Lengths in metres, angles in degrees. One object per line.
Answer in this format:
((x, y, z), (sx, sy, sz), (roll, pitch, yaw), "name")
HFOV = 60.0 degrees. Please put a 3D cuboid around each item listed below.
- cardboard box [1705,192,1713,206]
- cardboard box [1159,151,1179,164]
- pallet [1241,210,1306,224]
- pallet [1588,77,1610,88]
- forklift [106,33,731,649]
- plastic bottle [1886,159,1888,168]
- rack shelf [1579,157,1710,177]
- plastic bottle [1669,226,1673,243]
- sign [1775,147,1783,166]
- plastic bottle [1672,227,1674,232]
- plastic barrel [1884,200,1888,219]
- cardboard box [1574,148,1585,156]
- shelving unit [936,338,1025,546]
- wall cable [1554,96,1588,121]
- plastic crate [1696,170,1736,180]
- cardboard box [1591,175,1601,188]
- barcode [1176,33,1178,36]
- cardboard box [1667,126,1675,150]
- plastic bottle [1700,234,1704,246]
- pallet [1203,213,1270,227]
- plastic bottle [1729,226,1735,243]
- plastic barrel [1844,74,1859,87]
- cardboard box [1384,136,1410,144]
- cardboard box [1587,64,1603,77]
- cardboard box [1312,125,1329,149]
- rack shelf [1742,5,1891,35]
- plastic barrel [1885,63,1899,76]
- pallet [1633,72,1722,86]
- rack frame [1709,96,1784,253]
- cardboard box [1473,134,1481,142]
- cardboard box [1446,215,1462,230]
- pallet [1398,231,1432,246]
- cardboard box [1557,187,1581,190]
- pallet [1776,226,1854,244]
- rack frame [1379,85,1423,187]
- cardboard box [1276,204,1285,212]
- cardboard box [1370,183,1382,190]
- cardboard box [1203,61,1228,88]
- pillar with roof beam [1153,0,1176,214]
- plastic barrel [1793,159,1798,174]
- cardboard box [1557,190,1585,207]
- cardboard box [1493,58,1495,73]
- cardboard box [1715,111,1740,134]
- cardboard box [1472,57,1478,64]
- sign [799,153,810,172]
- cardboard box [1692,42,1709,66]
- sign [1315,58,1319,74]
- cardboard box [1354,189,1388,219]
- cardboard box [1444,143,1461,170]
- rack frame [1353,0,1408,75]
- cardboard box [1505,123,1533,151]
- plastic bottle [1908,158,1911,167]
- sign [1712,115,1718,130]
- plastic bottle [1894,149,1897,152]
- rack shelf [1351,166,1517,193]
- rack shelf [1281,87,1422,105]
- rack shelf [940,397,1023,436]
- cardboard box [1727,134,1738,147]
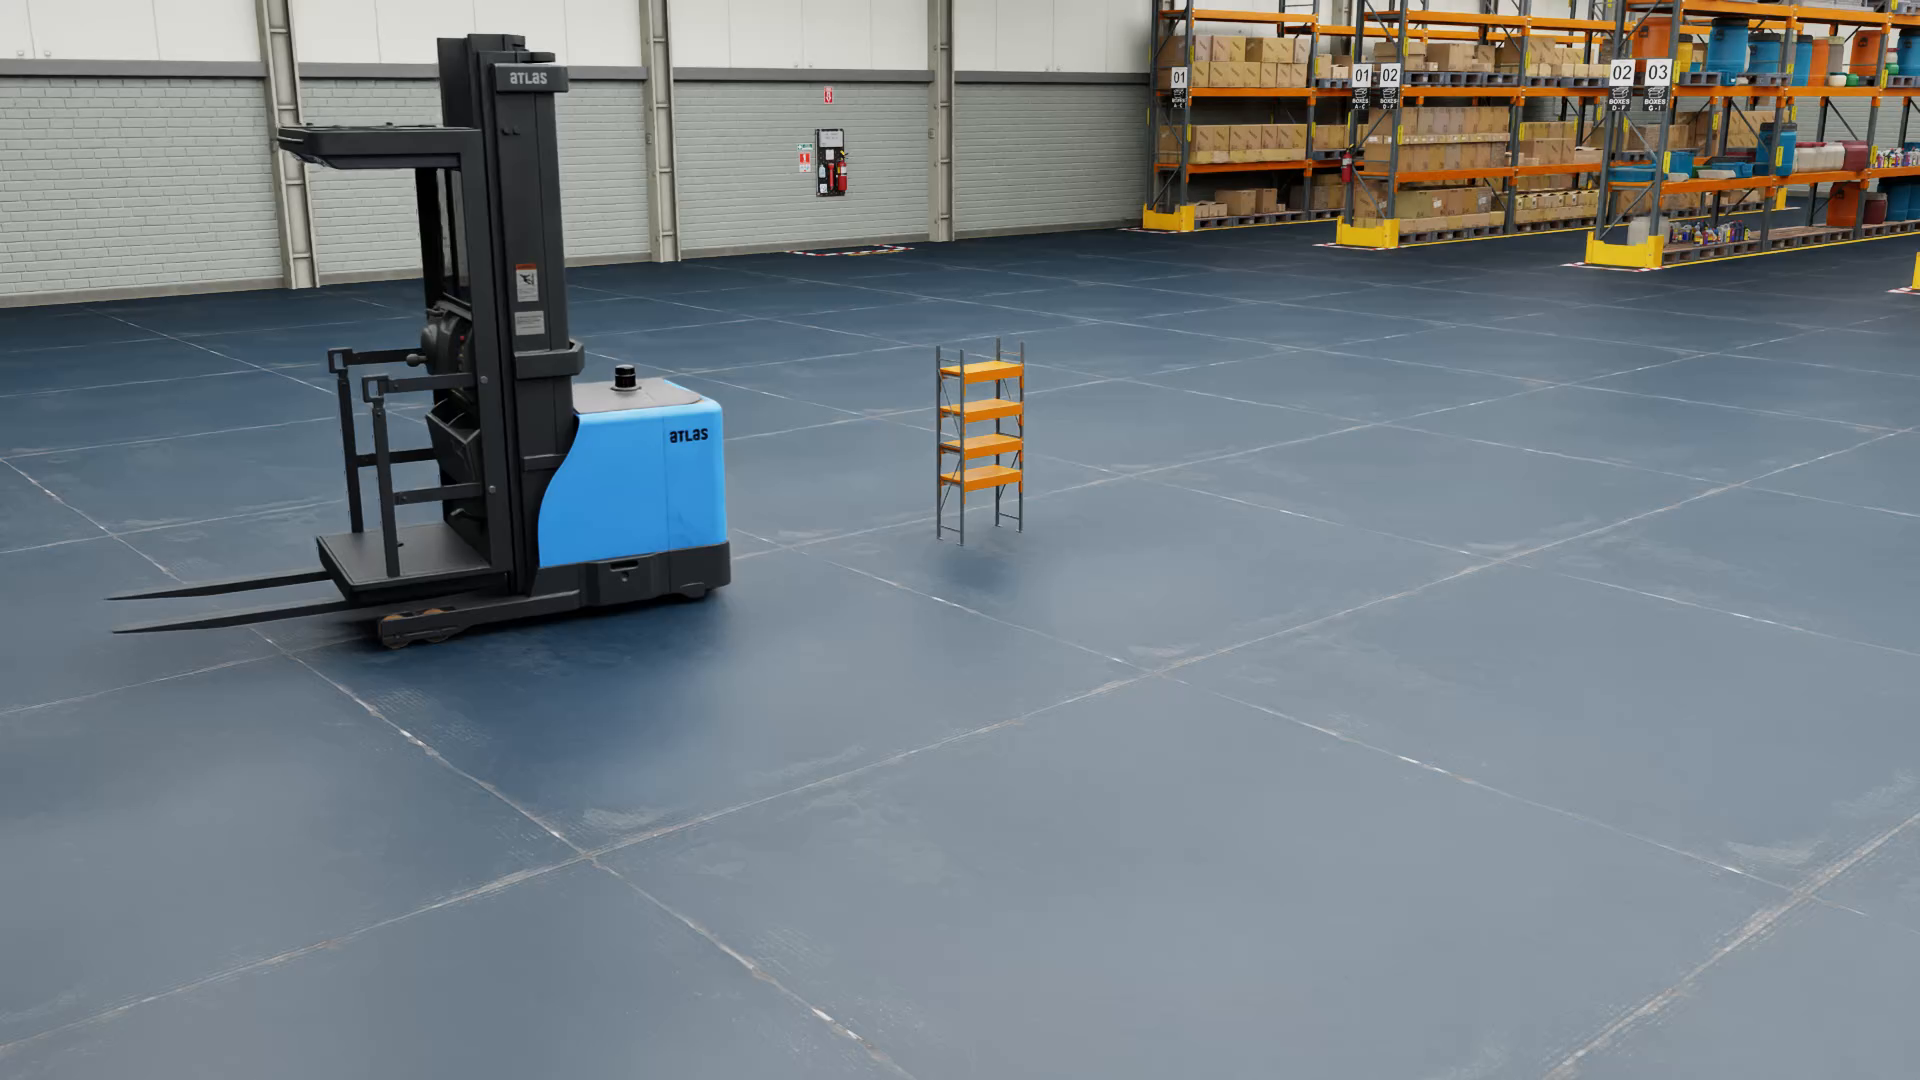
((16.983, -7.835, 38.127), (0.500, 0.311, 0.500), (-13, 19, -39), "cardboard box")
((4.442, -7.877, 34.180), (0.500, 0.250, 0.500), (-12, 19, -39), "cardboard box")
((6.751, -7.033, 36.170), (1.213, 0.211, 1.003), (-13, 19, -39), "pallet")
((13.053, -9.440, 34.333), (1.003, 0.211, 1.213), (-12, 19, -37), "pallet")
((-2.796, -1.034, 8.441), (3.031, 2.935, 1.130), (-8, 17, -28), "forklift")
((17.849, -7.279, 32.075), (0.097, 0.201, 0.097), (0, 15, 0), "plastic bottle")
((15.015, -8.206, 36.552), (4.000, 0.370, 1.077), (-13, 19, -39), "rack shelf")
((12.096, -5.208, 28.346), (0.133, 0.283, 0.061), (-13, 19, -39), "plastic bottle")
((14.091, -6.597, 28.598), (0.005, 0.325, 0.100), (-13, 19, -39), "sign")
((12.131, -5.248, 28.512), (0.135, 0.276, 0.152), (-13, 20, -41), "plastic bottle")
((18.332, -6.641, 33.308), (0.421, 0.512, 0.421), (0, 15, 0), "plastic barrel")
((12.705, -8.058, 34.777), (0.500, 0.311, 0.500), (-13, 20, -40), "cardboard box")
((0.125, -0.608, 10.200), (0.503, 1.200, 0.258), (-13, 19, -39), "shelving unit")
((16.632, -11.426, 45.243), (1.851, 1.984, 0.084), (-13, 19, -39), "wall cable")
((12.679, -6.120, 27.861), (0.437, 0.136, 0.530), (-13, 19, -39), "plastic crate")
((14.098, -7.796, 36.163), (0.500, 0.250, 0.500), (-12, 19, -37), "cardboard box")
((4.424, -10.311, 33.934), (0.075, 0.075, 0.001), (-13, 19, -39), "barcode")
((15.232, -8.832, 36.495), (0.700, 0.500, 0.500), (10, 18, 33), "cardboard box")
((12.371, -5.019, 27.798), (0.097, 0.201, 0.097), (0, 15, 0), "plastic bottle")
((5.830, -6.825, 35.393), (1.213, 0.211, 1.003), (-13, 19, -39), "pallet")
((13.201, -5.239, 28.462), (0.133, 0.283, 0.061), (-11, 19, -36), "plastic bottle")
((16.603, -8.572, 31.018), (0.294, 0.245, 0.294), (0, 15, 0), "plastic barrel")
((7.909, -7.246, 30.113), (0.250, 0.149, 0.380), (-13, 20, -40), "cardboard box")
((12.818, -9.614, 34.095), (0.500, 0.250, 0.500), (-12, 19, -38), "cardboard box")
((7.641, -8.841, 36.491), (0.500, 0.500, 0.700), (-13, 19, -39), "cardboard box")
((15.247, -9.269, 29.680), (4.000, 0.370, 1.077), (-13, 19, -39), "rack shelf")
((17.706, -8.961, 31.662), (0.294, 0.245, 0.294), (0, 15, 0), "plastic barrel")
((11.409, -7.374, 26.596), (1.213, 0.211, 1.003), (-13, 19, -39), "pallet")
((13.738, -6.572, 29.042), (0.127, 3.000, 1.000), (-13, 19, -39), "rack frame")
((9.656, -7.639, 31.585), (0.250, 0.149, 0.380), (-13, 20, -40), "cardboard box")
((9.155, -6.035, 31.546), (0.500, 0.250, 0.500), (-13, 19, -39), "cardboard box")
((8.021, -5.650, 30.993), (1.213, 0.211, 1.003), (-13, 19, -39), "pallet")
((12.919, -7.329, 35.301), (0.500, 0.311, 0.500), (-12, 19, -38), "cardboard box")
((16.145, -5.779, 31.475), (1.213, 0.211, 1.003), (-13, 19, -39), "pallet")
((10.252, -9.178, 38.799), (0.127, 3.000, 1.000), (-13, 19, -39), "rack frame")
((6.850, -7.248, 36.210), (0.380, 0.166, 0.250), (13, 20, 40), "cardboard box")
((9.278, -7.987, 38.328), (0.500, 0.500, 0.700), (-13, 20, -39), "cardboard box")
((5.062, -9.422, 33.667), (0.500, 0.500, 0.500), (-11, 19, -36), "cardboard box")
((7.003, -10.170, 30.888), (0.400, 9.000, 9.100), (-13, 19, -39), "pillar with roof beam")
((14.837, -6.700, 29.787), (0.301, 0.262, 0.301), (0, 15, 0), "plastic barrel")
((12.503, -7.049, 34.255), (0.500, 0.311, 0.500), (-13, 20, -40), "cardboard box")
((12.533, -11.438, 40.401), (0.500, 0.500, 0.700), (-14, 20, -42), "cardboard box")
((17.453, -9.536, 38.007), (0.500, 0.500, 0.500), (-13, 20, -41), "cardboard box")
((9.529, -9.088, 31.737), (0.500, 0.311, 0.500), (-14, 20, -42), "cardboard box")
((-2.723, -6.626, 29.175), (0.234, 0.329, 0.001), (-13, 19, -39), "sign")
((16.866, -10.963, 37.535), (0.500, 0.500, 0.700), (-13, 19, -39), "cardboard box")
((7.596, -10.095, 35.418), (0.005, 0.325, 0.100), (-13, 19, -39), "sign")
((7.681, -6.245, 30.878), (0.500, 0.500, 0.500), (-13, 19, -39), "cardboard box")
((8.998, -7.247, 31.375), (0.500, 0.500, 0.700), (-12, 19, -38), "cardboard box")
((7.471, -9.758, 29.343), (0.127, 3.000, 1.000), (-13, 19, -39), "rack frame")
((13.689, -10.090, 41.629), (0.700, 0.700, 0.980), (-12, 19, -39), "cardboard box")
((18.686, -7.467, 32.778), (0.097, 0.201, 0.097), (0, 15, 0), "plastic bottle")
((16.891, -9.344, 37.176), (0.005, 0.325, 0.100), (-13, 19, -39), "sign")
((19.216, -7.892, 34.209), (0.133, 0.283, 0.061), (-13, 19, -39), "plastic bottle")
((8.980, -6.851, 31.479), (4.000, 0.370, 1.077), (-13, 19, -39), "rack shelf")
((8.743, -9.941, 37.236), (4.000, 0.370, 1.077), (-13, 19, -39), "rack shelf")
((0.125, -0.759, 10.160), (0.480, 0.148, 0.258), (-13, 19, -39), "rack shelf")
((17.472, -9.061, 38.167), (0.500, 0.500, 0.500), (-12, 19, -38), "cardboard box")
